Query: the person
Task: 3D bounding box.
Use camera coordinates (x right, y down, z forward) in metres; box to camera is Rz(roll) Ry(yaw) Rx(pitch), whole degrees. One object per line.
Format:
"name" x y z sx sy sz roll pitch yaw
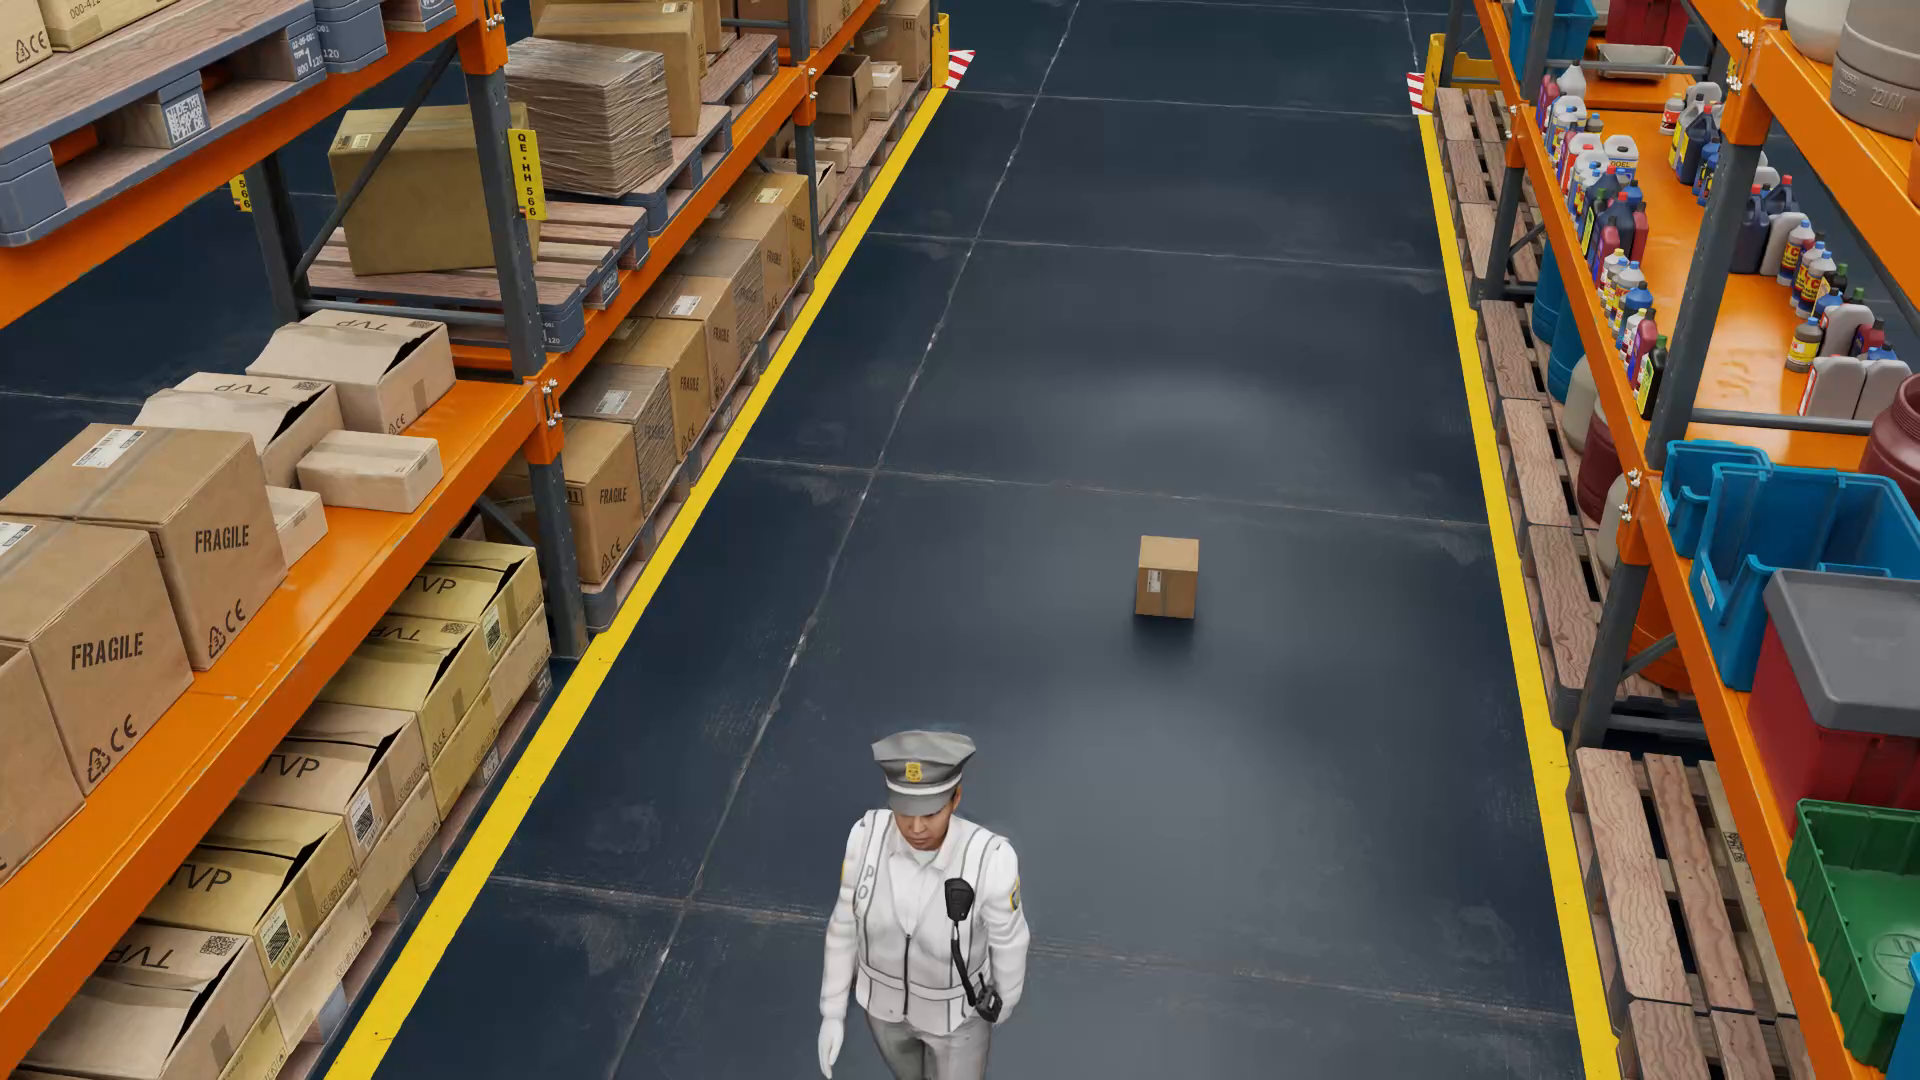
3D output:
"person" -0.110 1.230 4.215 0.491 1.747 0.585 11 34 17
